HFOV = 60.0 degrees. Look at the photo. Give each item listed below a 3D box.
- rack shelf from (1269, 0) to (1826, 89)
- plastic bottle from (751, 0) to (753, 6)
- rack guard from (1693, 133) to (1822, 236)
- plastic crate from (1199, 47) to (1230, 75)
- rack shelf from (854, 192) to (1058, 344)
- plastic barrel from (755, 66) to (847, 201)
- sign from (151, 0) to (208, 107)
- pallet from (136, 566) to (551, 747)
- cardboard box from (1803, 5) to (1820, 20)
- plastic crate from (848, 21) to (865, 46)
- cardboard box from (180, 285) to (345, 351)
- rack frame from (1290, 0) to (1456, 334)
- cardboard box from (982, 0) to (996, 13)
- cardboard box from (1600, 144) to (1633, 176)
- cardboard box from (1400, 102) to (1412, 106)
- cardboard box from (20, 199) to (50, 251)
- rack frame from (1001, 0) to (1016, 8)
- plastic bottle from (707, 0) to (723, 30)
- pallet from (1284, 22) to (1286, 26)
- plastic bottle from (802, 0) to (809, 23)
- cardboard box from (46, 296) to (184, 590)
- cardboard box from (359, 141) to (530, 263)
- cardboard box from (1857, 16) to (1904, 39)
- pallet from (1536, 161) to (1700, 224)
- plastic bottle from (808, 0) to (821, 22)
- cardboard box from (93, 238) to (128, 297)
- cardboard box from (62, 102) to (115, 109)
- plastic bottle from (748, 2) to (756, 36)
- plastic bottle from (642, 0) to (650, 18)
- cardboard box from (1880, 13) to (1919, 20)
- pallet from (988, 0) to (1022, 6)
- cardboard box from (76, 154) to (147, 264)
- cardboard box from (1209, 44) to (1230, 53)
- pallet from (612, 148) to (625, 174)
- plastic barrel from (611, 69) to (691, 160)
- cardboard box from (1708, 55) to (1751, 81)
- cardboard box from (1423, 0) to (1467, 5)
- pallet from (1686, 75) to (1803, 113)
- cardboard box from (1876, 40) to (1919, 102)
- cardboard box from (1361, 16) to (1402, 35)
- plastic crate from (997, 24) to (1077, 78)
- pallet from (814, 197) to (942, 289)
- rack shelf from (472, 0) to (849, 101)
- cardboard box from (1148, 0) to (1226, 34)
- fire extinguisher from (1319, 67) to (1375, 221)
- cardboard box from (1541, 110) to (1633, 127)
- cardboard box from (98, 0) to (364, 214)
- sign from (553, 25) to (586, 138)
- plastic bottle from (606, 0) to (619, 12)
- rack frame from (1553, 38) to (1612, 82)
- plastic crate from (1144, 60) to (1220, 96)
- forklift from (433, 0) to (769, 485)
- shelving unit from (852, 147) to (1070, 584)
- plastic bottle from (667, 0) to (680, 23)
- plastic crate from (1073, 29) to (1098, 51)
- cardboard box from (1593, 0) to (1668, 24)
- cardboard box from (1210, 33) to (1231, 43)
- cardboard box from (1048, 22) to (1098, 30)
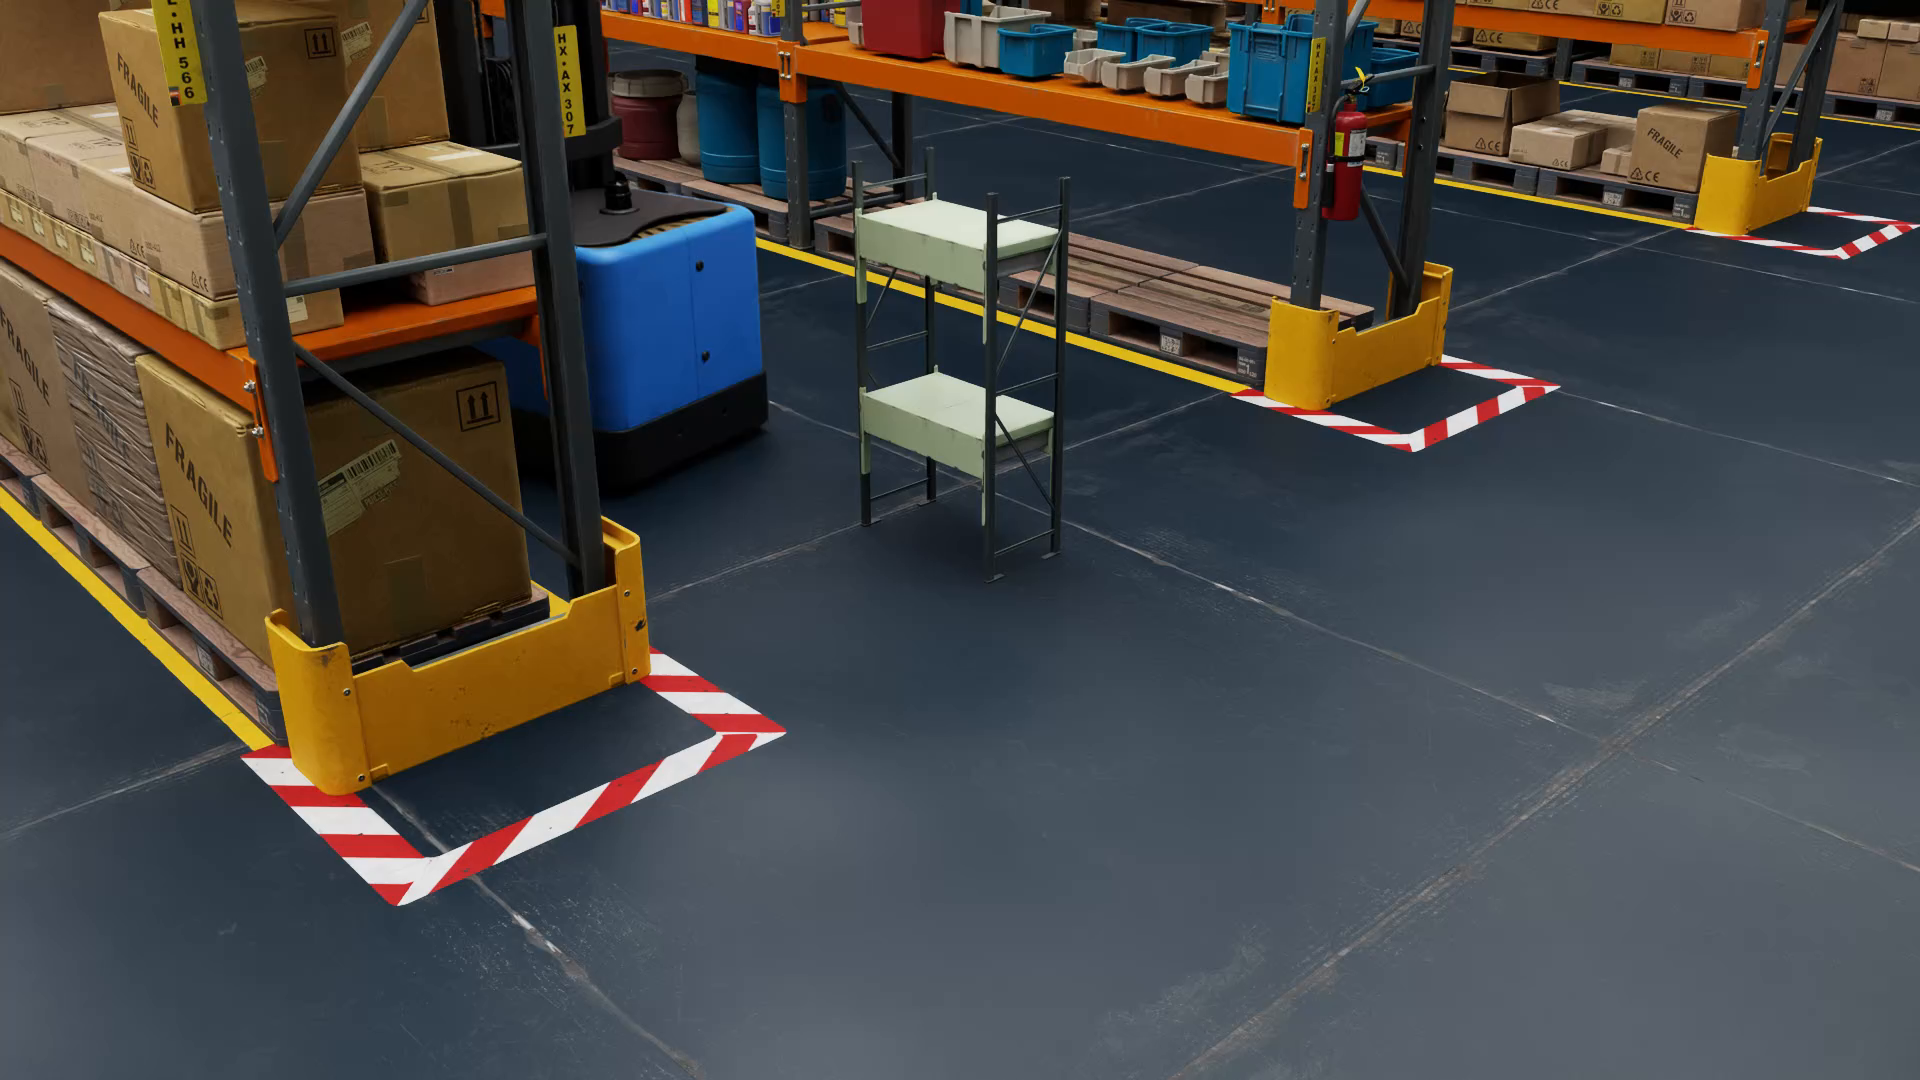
[{"bbox_3d":[4.265,-3.889,12.527,1.077,0.370,4.000,-21,32,-38],"label":"rack shelf"},{"bbox_3d":[-1.371,-3.440,10.916,0.097,0.201,0.097,0,25,0],"label":"plastic bottle"},{"bbox_3d":[5.580,-2.496,11.619,1.175,0.500,0.348,-21,32,-38],"label":"rack guard"},{"bbox_3d":[1.463,-2.608,9.098,0.250,0.136,0.298,-21,32,-38],"label":"plastic crate"},{"bbox_3d":[-0.005,-1.039,6.281,0.431,0.370,0.720,-21,32,-38],"label":"rack shelf"},{"bbox_3d":[-1.080,-2.824,11.348,0.600,0.901,0.708,-21,32,-38],"label":"plastic barrel"},{"bbox_3d":[-2.007,-1.286,4.274,0.100,0.325,0.005,-21,32,-38],"label":"sign"},{"bbox_3d":[-2.205,0.248,5.953,1.003,0.211,1.213,-21,32,-38],"label":"pallet"},{"bbox_3d":[8.058,-4.952,15.714,0.380,0.149,0.250,-21,32,-38],"label":"cardboard box"},{"bbox_3d":[-0.506,-3.144,10.272,0.396,0.136,0.243,-21,32,-38],"label":"plastic crate"},{"bbox_3d":[-2.085,-0.701,4.976,0.380,0.149,0.250,-20,32,-38],"label":"cardboard box"},{"bbox_3d":[2.014,-2.206,7.972,1.000,3.000,0.127,-21,32,-38],"label":"rack frame"},{"bbox_3d":[0.021,-5.471,17.260,0.500,0.311,0.500,-20,31,-37],"label":"cardboard box"},{"bbox_3d":[4.870,-2.764,12.079,0.380,0.166,0.250,-21,32,-38],"label":"cardboard box"},{"bbox_3d":[3.795,-3.536,13.792,0.380,0.149,0.250,-21,32,-38],"label":"cardboard box"},{"bbox_3d":[-3.130,-1.164,5.991,0.380,0.149,0.250,-20,32,-37],"label":"cardboard box"},{"bbox_3d":[0.164,-6.034,16.362,1.000,3.000,0.127,-21,32,-38],"label":"rack frame"},{"bbox_3d":[-1.587,-3.581,11.045,0.144,0.351,0.185,-21,32,-38],"label":"plastic bottle"},{"bbox_3d":[4.261,-5.911,19.453,1.003,0.211,1.213,-21,32,-38],"label":"pallet"},{"bbox_3d":[-1.087,-3.646,11.367,0.097,0.201,0.097,0,25,0],"label":"plastic bottle"},{"bbox_3d":[-2.719,-0.472,6.225,0.875,0.875,0.875,-21,32,-38],"label":"cardboard box"},{"bbox_3d":[-1.733,-1.090,5.348,0.500,0.250,0.500,-22,33,-40],"label":"cardboard box"},{"bbox_3d":[8.298,-4.614,14.973,0.380,0.149,0.250,-20,31,-37],"label":"cardboard box"},{"bbox_3d":[5.035,-2.606,12.208,1.003,0.211,1.213,-21,32,-38],"label":"pallet"},{"bbox_3d":[-1.008,-3.721,11.441,0.152,0.276,0.135,-21,32,-38],"label":"plastic bottle"},{"bbox_3d":[-2.606,-0.932,5.482,0.380,0.149,0.250,-21,32,-38],"label":"cardboard box"},{"bbox_3d":[-3.511,-1.556,6.369,0.500,0.250,0.500,-20,31,-37],"label":"cardboard box"},{"bbox_3d":[-1.325,-3.383,10.790,0.097,0.201,0.097,0,25,0],"label":"plastic bottle"},{"bbox_3d":[-2.170,-3.757,11.611,0.097,0.201,0.097,0,25,0],"label":"plastic bottle"},{"bbox_3d":[8.579,-4.721,15.209,0.380,0.149,0.250,-21,32,-38],"label":"cardboard box"},{"bbox_3d":[0.559,-7.577,23.104,1.003,0.211,1.213,-21,32,-38],"label":"pallet"},{"bbox_3d":[-2.473,-1.093,5.355,0.500,0.250,0.500,-22,32,-39],"label":"cardboard box"},{"bbox_3d":[2.352,-3.953,14.283,0.500,0.500,0.500,-21,32,-39],"label":"cardboard box"},{"bbox_3d":[-2.885,-3.134,13.366,1.003,0.211,1.213,-21,32,-38],"label":"pallet"},{"bbox_3d":[-2.335,-3.238,12.634,0.600,0.588,0.708,-21,32,-38],"label":"plastic barrel"},{"bbox_3d":[7.638,-4.717,15.982,0.700,0.500,0.500,-20,31,-37],"label":"cardboard box"},{"bbox_3d":[3.740,-4.329,12.505,0.500,0.500,0.500,-21,32,-39],"label":"cardboard box"},{"bbox_3d":[7.812,-4.337,16.003,1.003,0.211,1.213,-21,32,-38],"label":"pallet"},{"bbox_3d":[8.694,-4.254,14.967,0.700,0.500,0.500,-21,32,-38],"label":"cardboard box"},{"bbox_3d":[4.779,-6.126,18.648,0.750,0.750,0.750,-21,32,-39],"label":"cardboard box"},{"bbox_3d":[0.423,-2.707,9.198,0.416,0.233,0.300,-21,32,-38],"label":"plastic crate"},{"bbox_3d":[-0.189,-1.937,10.743,1.003,0.211,1.213,-21,32,-38],"label":"pallet"},{"bbox_3d":[-2.087,-3.697,12.106,1.077,0.370,4.000,-21,32,-38],"label":"rack shelf"},{"bbox_3d":[2.062,-4.745,15.115,0.500,0.250,0.500,-21,32,-38],"label":"cardboard box"},{"bbox_3d":[1.785,-1.827,7.682,0.296,0.674,0.183,-21,32,-38],"label":"fire extinguisher"},{"bbox_3d":[4.784,-3.107,12.730,0.500,0.250,0.500,-21,32,-38],"label":"cardboard box"},{"bbox_3d":[-2.126,-1.282,4.866,0.500,0.500,0.500,-21,32,-38],"label":"cardboard box"},{"bbox_3d":[-1.192,-1.386,5.037,0.100,0.325,0.005,-21,32,-38],"label":"sign"},{"bbox_3d":[-2.446,-3.930,11.901,0.152,0.276,0.135,-21,32,-38],"label":"plastic bottle"},{"bbox_3d":[6.512,-6.228,16.789,1.000,3.000,0.127,-21,32,-38],"label":"rack frame"},{"bbox_3d":[1.137,-2.401,8.644,0.396,0.136,0.243,-21,32,-38],"label":"plastic crate"},{"bbox_3d":[-2.418,-2.009,7.621,3.031,2.935,1.130,15,28,30],"label":"forklift"},{"bbox_3d":[-0.005,-0.684,6.443,0.431,1.500,0.755,-21,32,-38],"label":"shelving unit"},{"bbox_3d":[-1.912,-3.693,11.381,0.152,0.276,0.135,-21,32,-38],"label":"plastic bottle"},{"bbox_3d":[0.690,-2.883,9.701,0.293,0.136,0.466,-21,32,-38],"label":"plastic crate"},{"bbox_3d":[4.770,-3.870,11.499,0.500,0.500,0.500,-21,32,-38],"label":"cardboard box"},{"bbox_3d":[2.373,-4.259,14.953,0.500,0.500,0.500,-21,32,-38],"label":"cardboard box"},{"bbox_3d":[0.968,-4.567,15.629,0.500,0.500,0.500,-22,32,-39],"label":"cardboard box"}]
